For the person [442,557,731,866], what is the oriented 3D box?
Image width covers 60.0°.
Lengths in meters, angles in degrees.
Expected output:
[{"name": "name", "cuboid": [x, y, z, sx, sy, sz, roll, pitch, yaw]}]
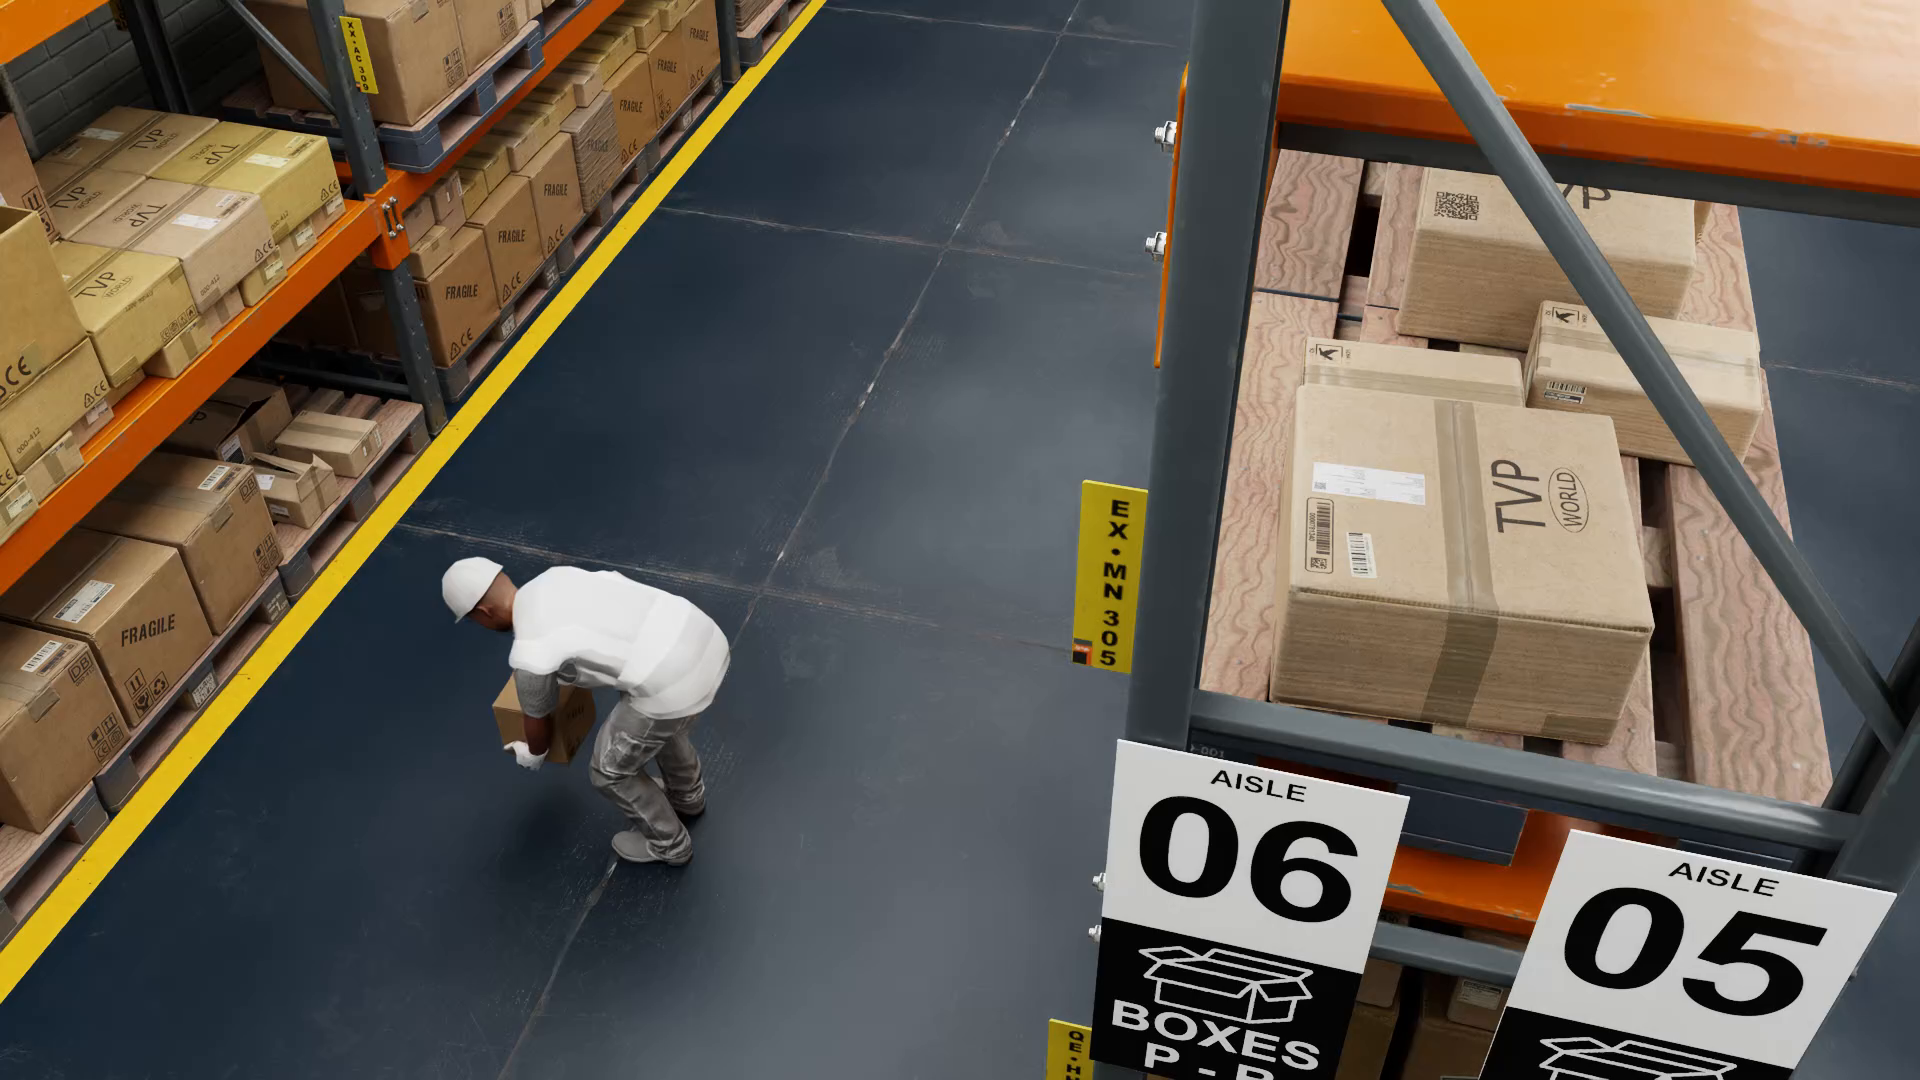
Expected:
[{"name": "person", "cuboid": [-1.279, 0.592, 5.886, 0.958, 1.215, 0.510, 8, 41, 10]}]
